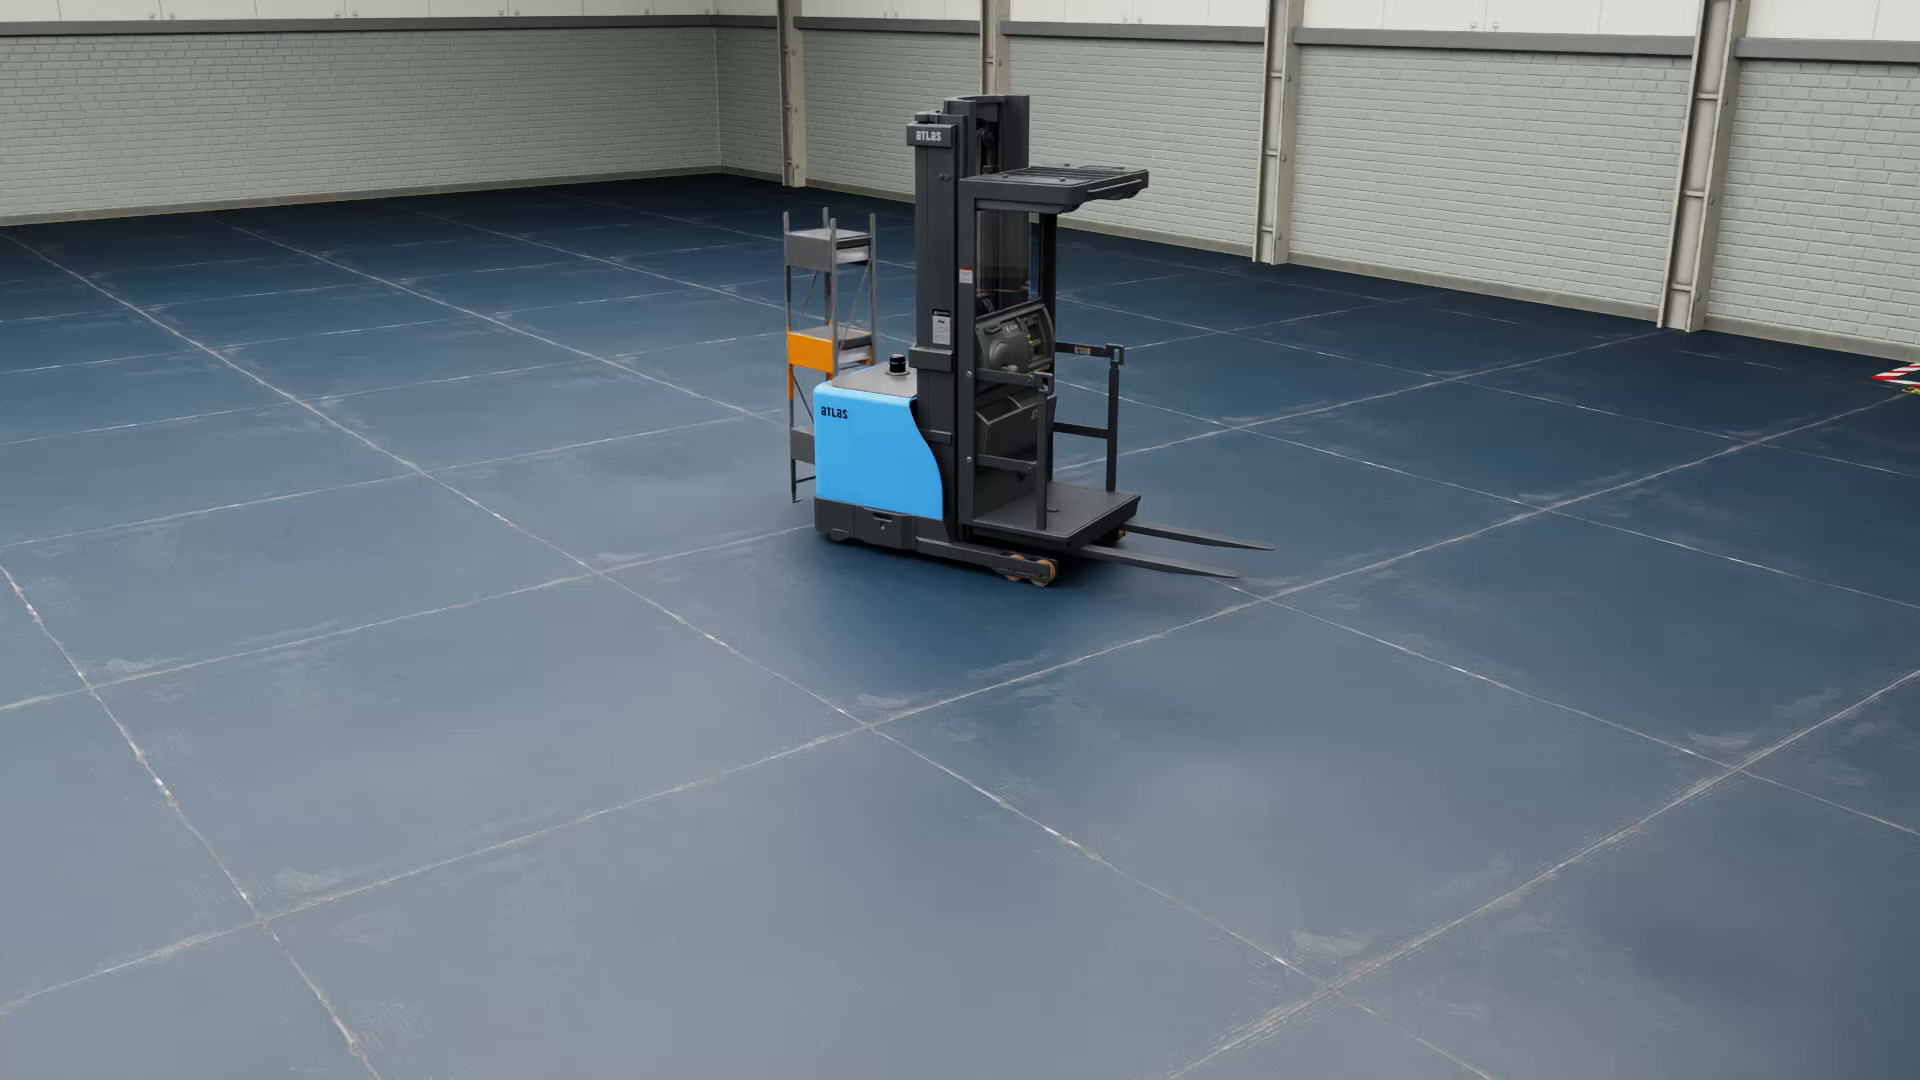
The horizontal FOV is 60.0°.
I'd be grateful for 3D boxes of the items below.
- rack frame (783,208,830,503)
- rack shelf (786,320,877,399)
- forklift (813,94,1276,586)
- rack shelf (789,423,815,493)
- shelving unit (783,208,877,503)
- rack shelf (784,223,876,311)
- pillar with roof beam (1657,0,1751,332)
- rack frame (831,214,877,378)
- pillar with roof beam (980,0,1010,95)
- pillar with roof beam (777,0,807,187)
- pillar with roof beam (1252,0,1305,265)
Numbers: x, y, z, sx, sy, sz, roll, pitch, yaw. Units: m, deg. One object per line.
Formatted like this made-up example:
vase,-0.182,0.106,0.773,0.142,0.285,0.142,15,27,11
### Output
rack frame,-1.087,-1.317,11.991,0.015,2.100,0.400,17,24,41
rack shelf,-0.911,-1.250,11.835,0.480,0.518,0.431,17,24,41
forklift,0.535,-1.290,10.597,3.031,2.935,1.130,11,21,29
rack shelf,-0.915,-0.585,12.054,0.480,0.518,0.431,17,24,41
shelving unit,-0.911,-1.263,11.831,0.503,2.100,0.431,17,24,41
rack shelf,-0.908,-1.915,11.617,0.480,0.518,0.431,17,24,41
pillar with roof beam,4.634,-5.791,14.536,9.100,9.000,0.400,-14,23,-36
rack frame,-0.735,-1.210,11.671,0.015,2.100,0.400,17,24,41
pillar with roof beam,-2.817,-8.748,23.466,9.100,9.000,0.400,-14,23,-36
pillar with roof beam,-6.542,-10.227,27.931,9.100,9.000,0.400,-14,23,-36
pillar with roof beam,0.909,-7.270,19.001,9.100,9.000,0.400,-14,23,-36
